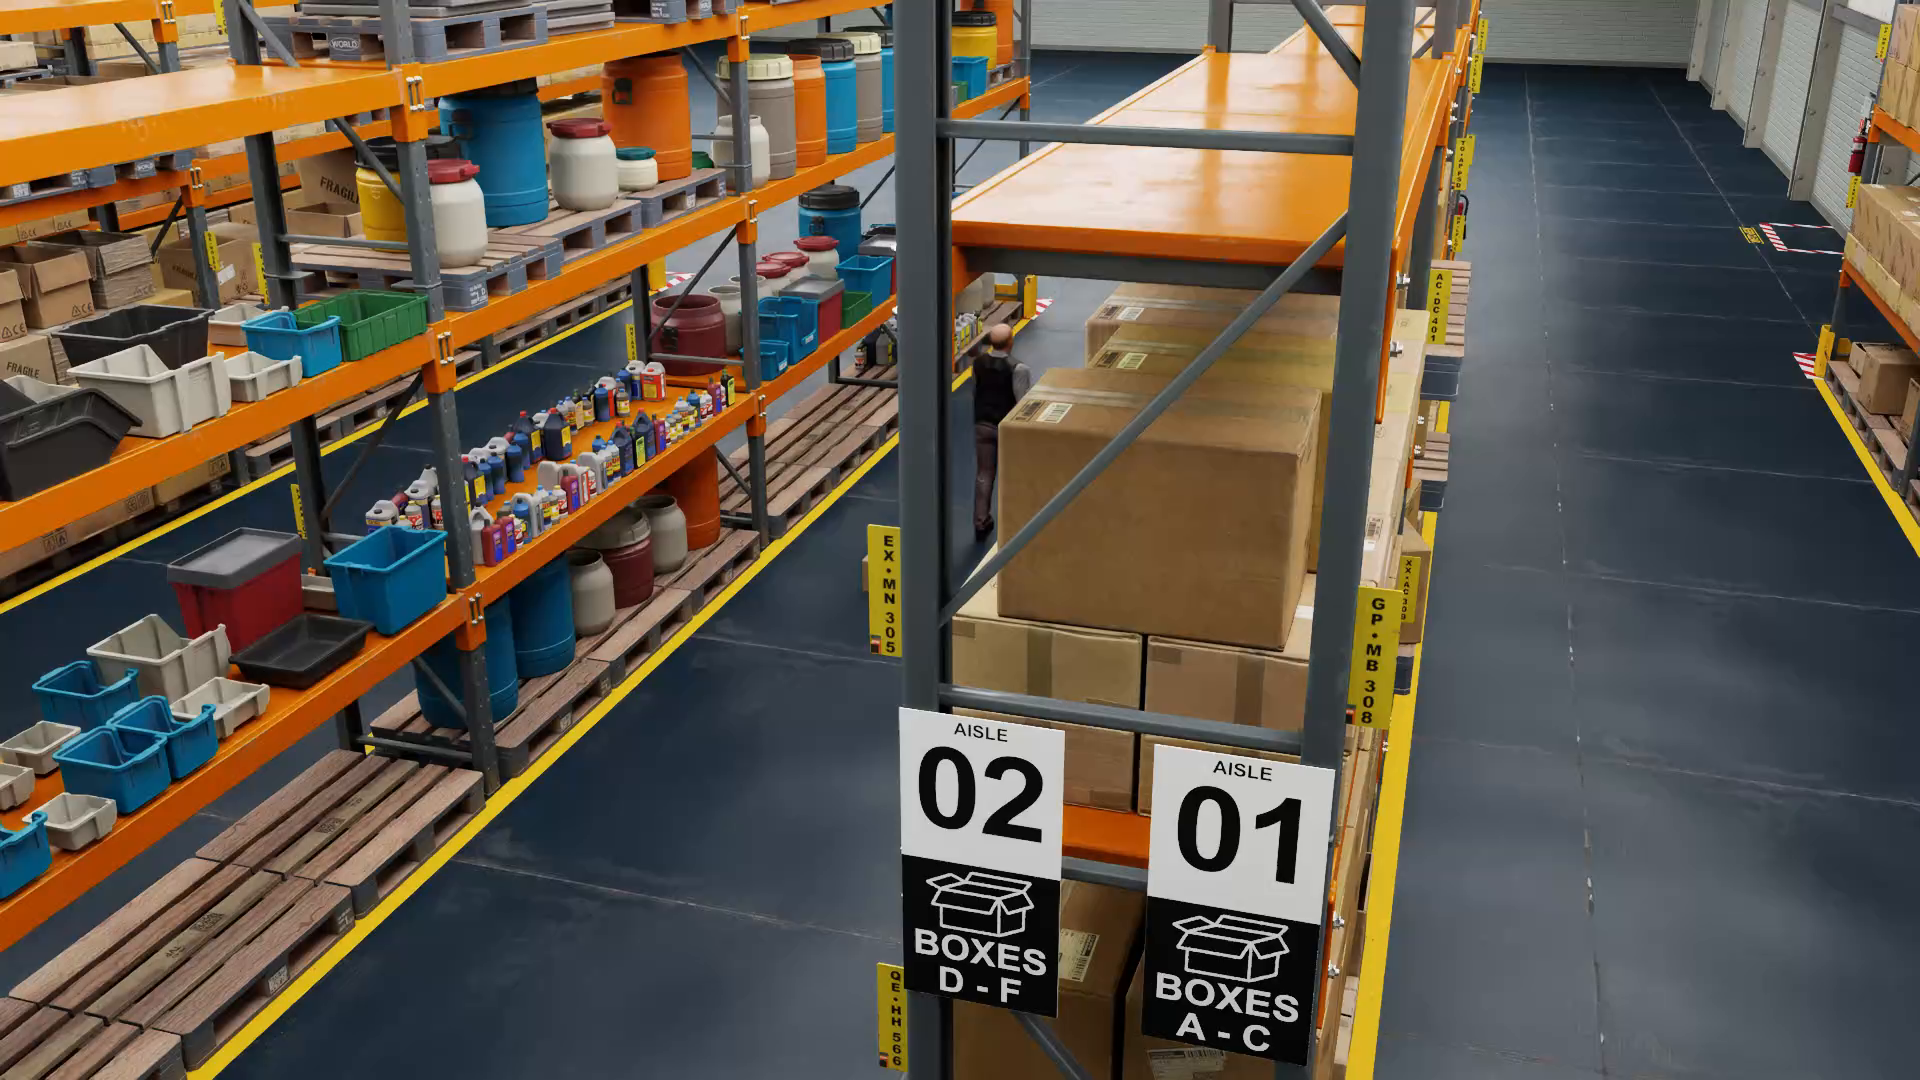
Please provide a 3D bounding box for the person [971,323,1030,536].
[{"bbox_3d":[0.358,-0.915,13.418,0.566,1.730,0.863,10,24,23],"label":"person"}]
